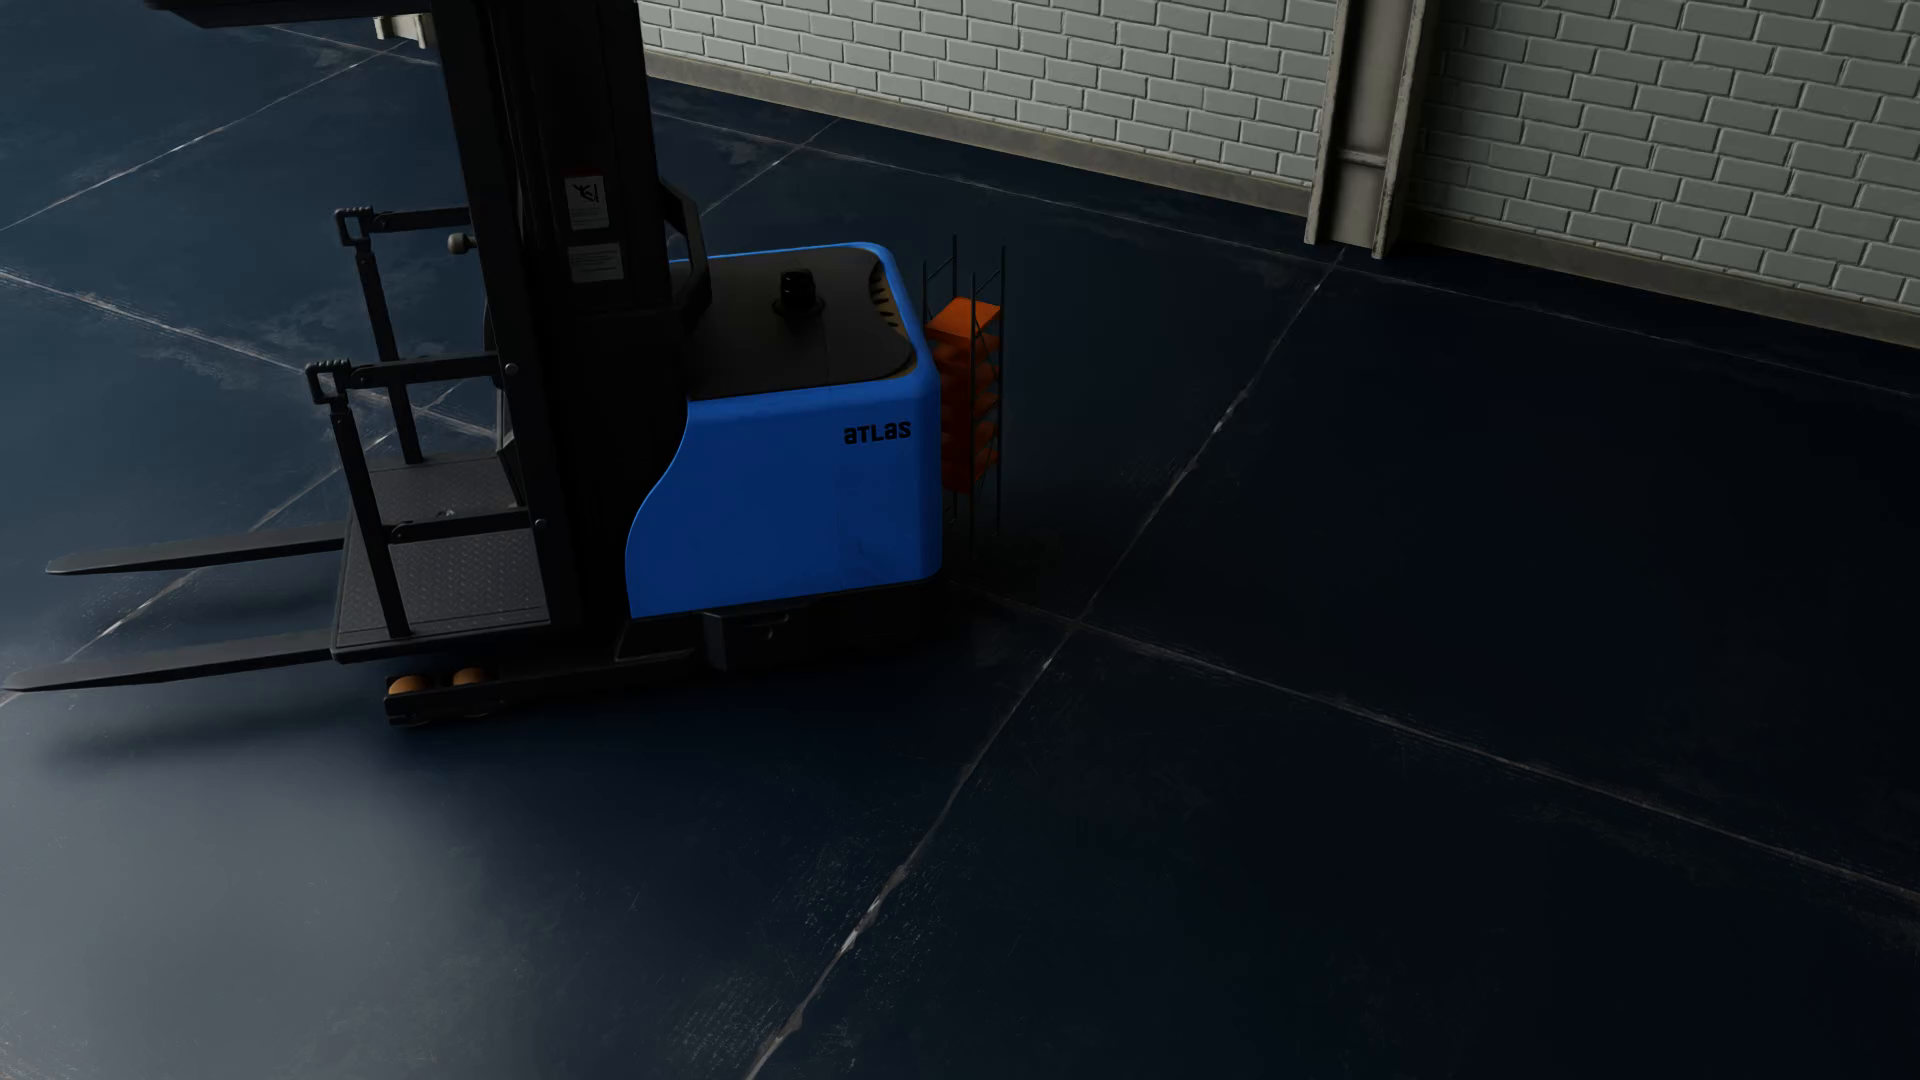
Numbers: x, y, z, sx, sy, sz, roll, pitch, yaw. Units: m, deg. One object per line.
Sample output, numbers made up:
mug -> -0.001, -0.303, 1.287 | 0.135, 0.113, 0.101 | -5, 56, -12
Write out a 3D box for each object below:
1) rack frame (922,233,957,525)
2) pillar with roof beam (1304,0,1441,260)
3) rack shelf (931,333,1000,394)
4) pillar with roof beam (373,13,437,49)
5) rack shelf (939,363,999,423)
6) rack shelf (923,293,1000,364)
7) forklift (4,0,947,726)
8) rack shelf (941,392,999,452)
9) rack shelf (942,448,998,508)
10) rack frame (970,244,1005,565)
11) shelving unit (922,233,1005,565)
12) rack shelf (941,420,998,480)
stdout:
rack frame -> -0.068, -0.499, 5.915 | 0.006, 1.200, 0.240 | 17, 41, 21
pillar with roof beam -> -0.043, -2.763, 2.448 | 0.400, 9.000, 9.100 | 17, 41, 21
rack shelf -> 0.013, -0.630, 5.764 | 0.180, 0.103, 0.258 | 17, 41, 21
pillar with roof beam -> -5.371, -4.432, 4.646 | 0.400, 9.000, 9.100 | 17, 41, 21
rack shelf -> 0.013, -0.534, 5.836 | 0.180, 0.103, 0.258 | 17, 41, 21
rack shelf -> 0.013, -0.725, 5.691 | 0.180, 0.103, 0.258 | 17, 41, 21
forklift -> -1.617, -0.909, 5.023 | 3.031, 2.935, 1.130 | -7, 38, -10
rack shelf -> 0.013, -0.438, 5.909 | 0.180, 0.103, 0.258 | 17, 41, 21
rack shelf -> 0.013, -0.247, 6.054 | 0.180, 0.103, 0.258 | 17, 41, 21
rack frame -> 0.094, -0.448, 5.848 | 0.006, 1.200, 0.240 | 17, 41, 21
shelving unit -> 0.013, -0.474, 5.882 | 0.189, 1.200, 0.258 | 17, 41, 21
rack shelf -> 0.013, -0.343, 5.981 | 0.180, 0.103, 0.258 | 17, 41, 21
